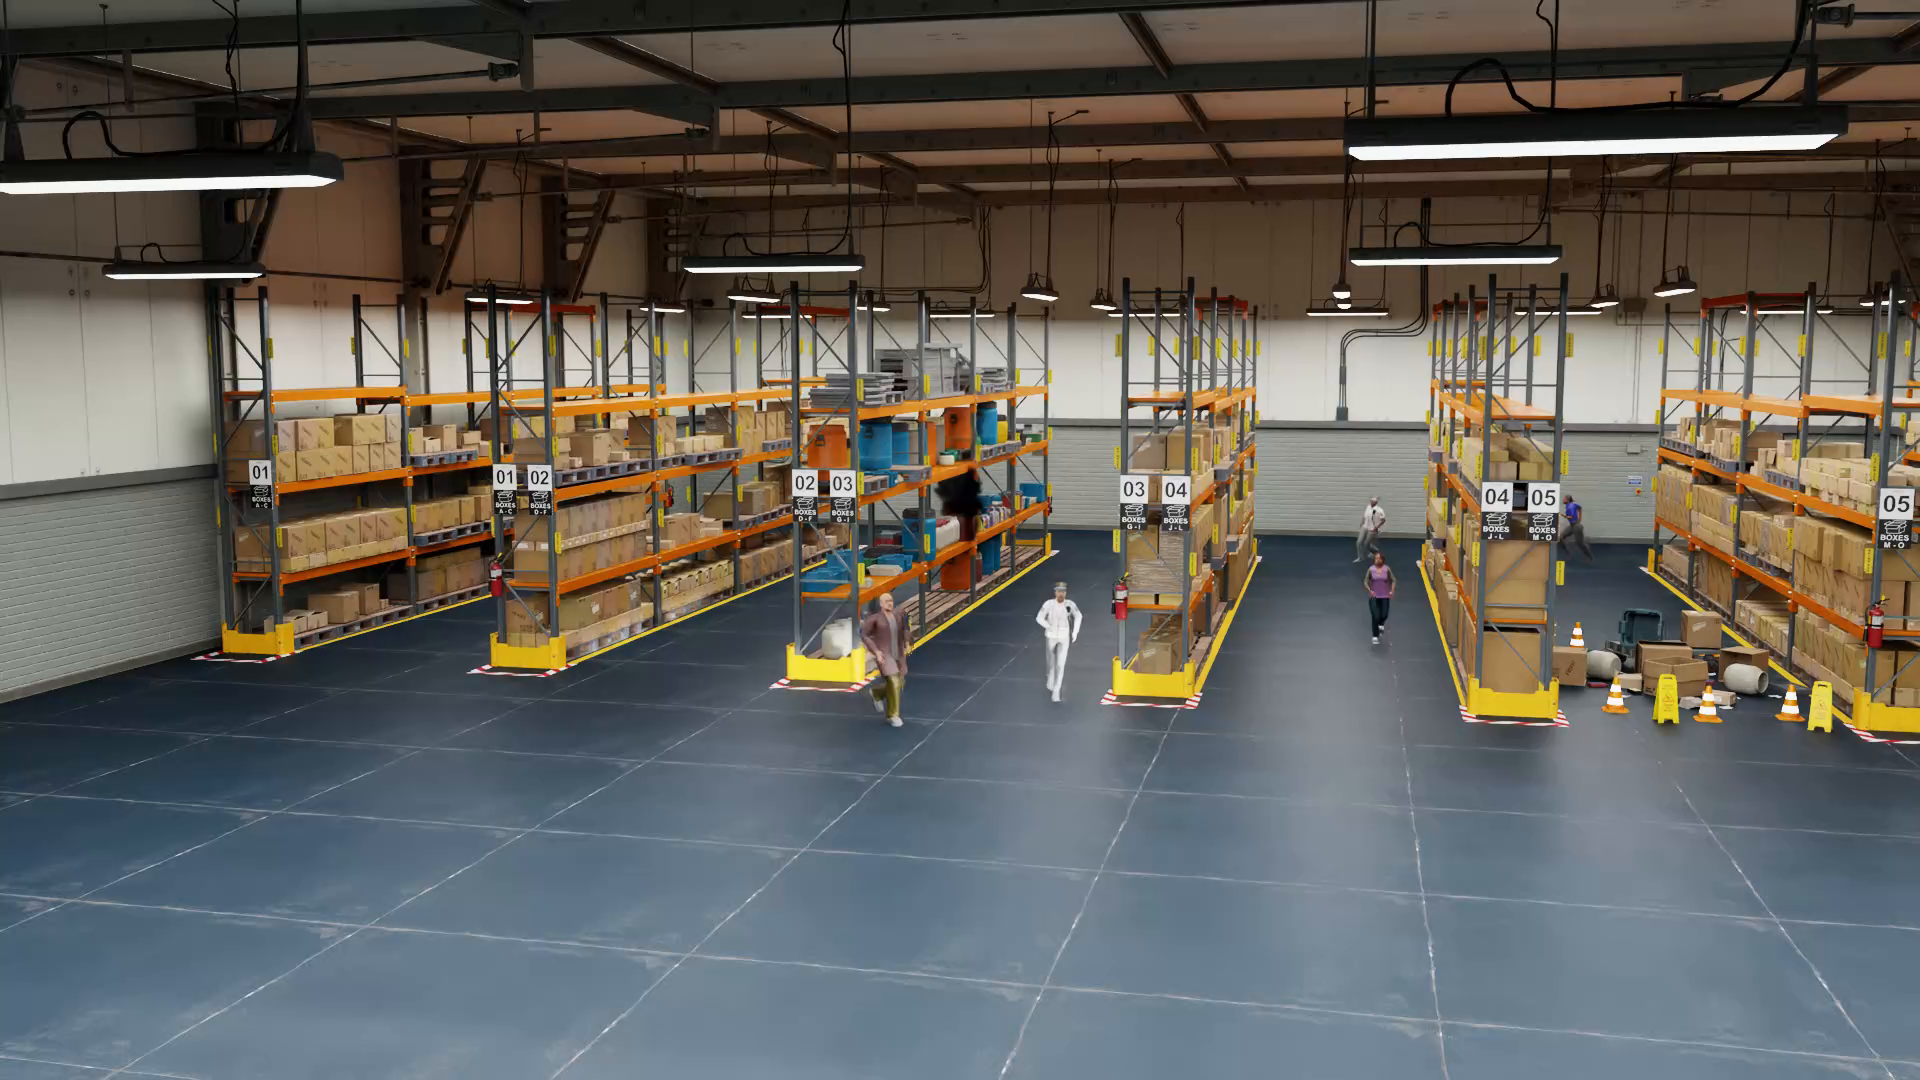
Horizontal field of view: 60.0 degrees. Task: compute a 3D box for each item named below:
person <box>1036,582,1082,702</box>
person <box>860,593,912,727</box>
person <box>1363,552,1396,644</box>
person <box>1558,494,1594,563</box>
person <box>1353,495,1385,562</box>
[{"bbox_3d":[1.427,1.417,23.982,0.659,1.677,0.907,1,7,4],"label":"person"},{"bbox_3d":[-0.983,1.584,22.337,0.706,1.763,0.761,-5,8,-37],"label":"person"},{"bbox_3d":[7.142,0.992,28.326,0.546,1.562,0.545,2,7,13],"label":"person"},{"bbox_3d":[14.377,-0.260,38.849,0.889,1.613,0.567,1,7,7],"label":"person"},{"bbox_3d":[9.691,-0.254,39.060,0.594,1.625,0.685,-5,8,-38],"label":"person"}]
